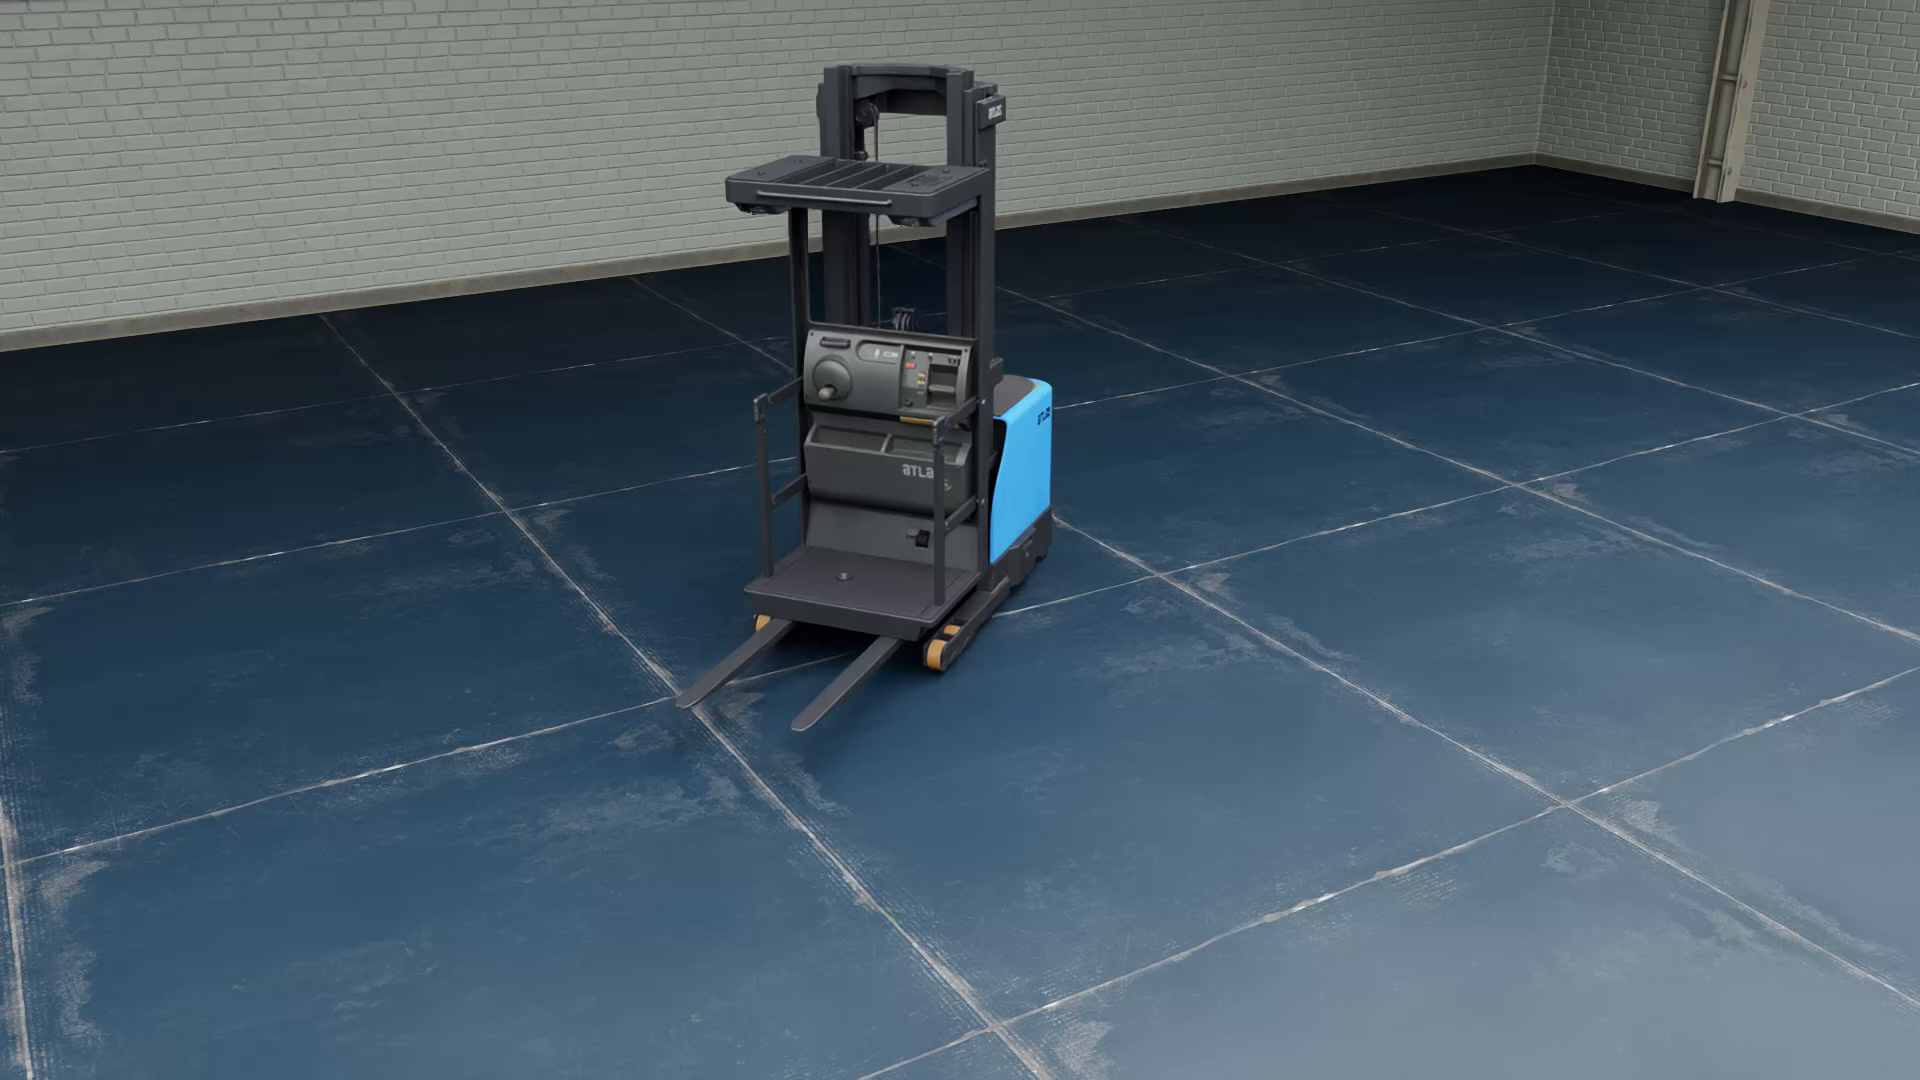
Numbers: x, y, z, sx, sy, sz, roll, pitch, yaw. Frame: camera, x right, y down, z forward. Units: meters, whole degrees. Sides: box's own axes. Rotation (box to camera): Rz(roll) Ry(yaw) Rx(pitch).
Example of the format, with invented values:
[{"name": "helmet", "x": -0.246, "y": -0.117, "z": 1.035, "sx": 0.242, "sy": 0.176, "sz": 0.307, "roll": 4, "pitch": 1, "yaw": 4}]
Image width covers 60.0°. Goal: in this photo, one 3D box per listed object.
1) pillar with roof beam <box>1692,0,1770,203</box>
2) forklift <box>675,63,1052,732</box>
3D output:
[{"name": "pillar with roof beam", "x": 5.735, "y": -7.611, "z": 17.085, "sx": 9.100, "sy": 9.000, "sz": 0.400, "roll": -13, "pitch": 25, "yaw": -28}, {"name": "forklift", "x": -0.465, "y": -0.855, "z": 8.522, "sx": 1.130, "sy": 2.935, "sz": 3.031, "roll": 9, "pitch": 24, "yaw": 20}]
